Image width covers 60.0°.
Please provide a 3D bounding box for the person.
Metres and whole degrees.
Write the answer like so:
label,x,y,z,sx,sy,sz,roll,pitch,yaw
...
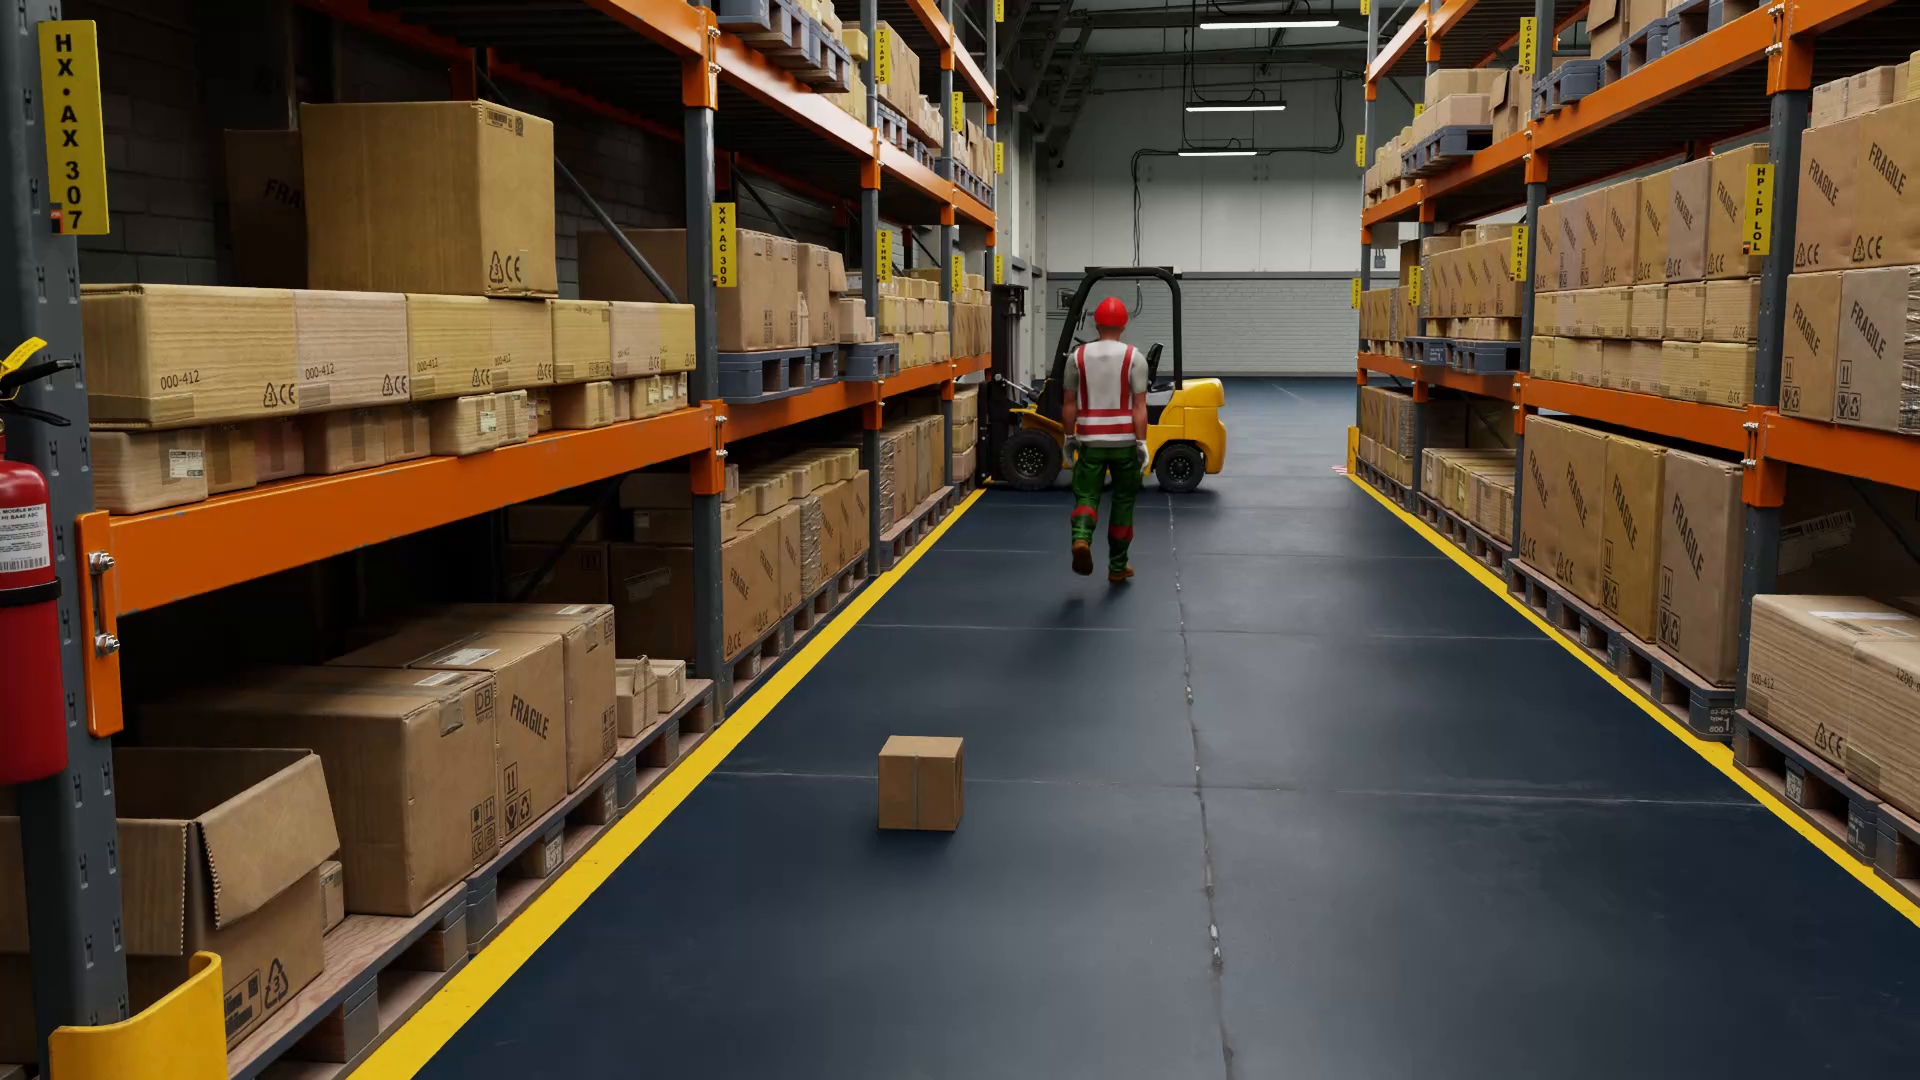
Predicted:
label,x,y,z,sx,sy,sz,roll,pitch,yaw
person,0.894,-0.599,10.204,0.553,1.766,0.827,2,8,14
